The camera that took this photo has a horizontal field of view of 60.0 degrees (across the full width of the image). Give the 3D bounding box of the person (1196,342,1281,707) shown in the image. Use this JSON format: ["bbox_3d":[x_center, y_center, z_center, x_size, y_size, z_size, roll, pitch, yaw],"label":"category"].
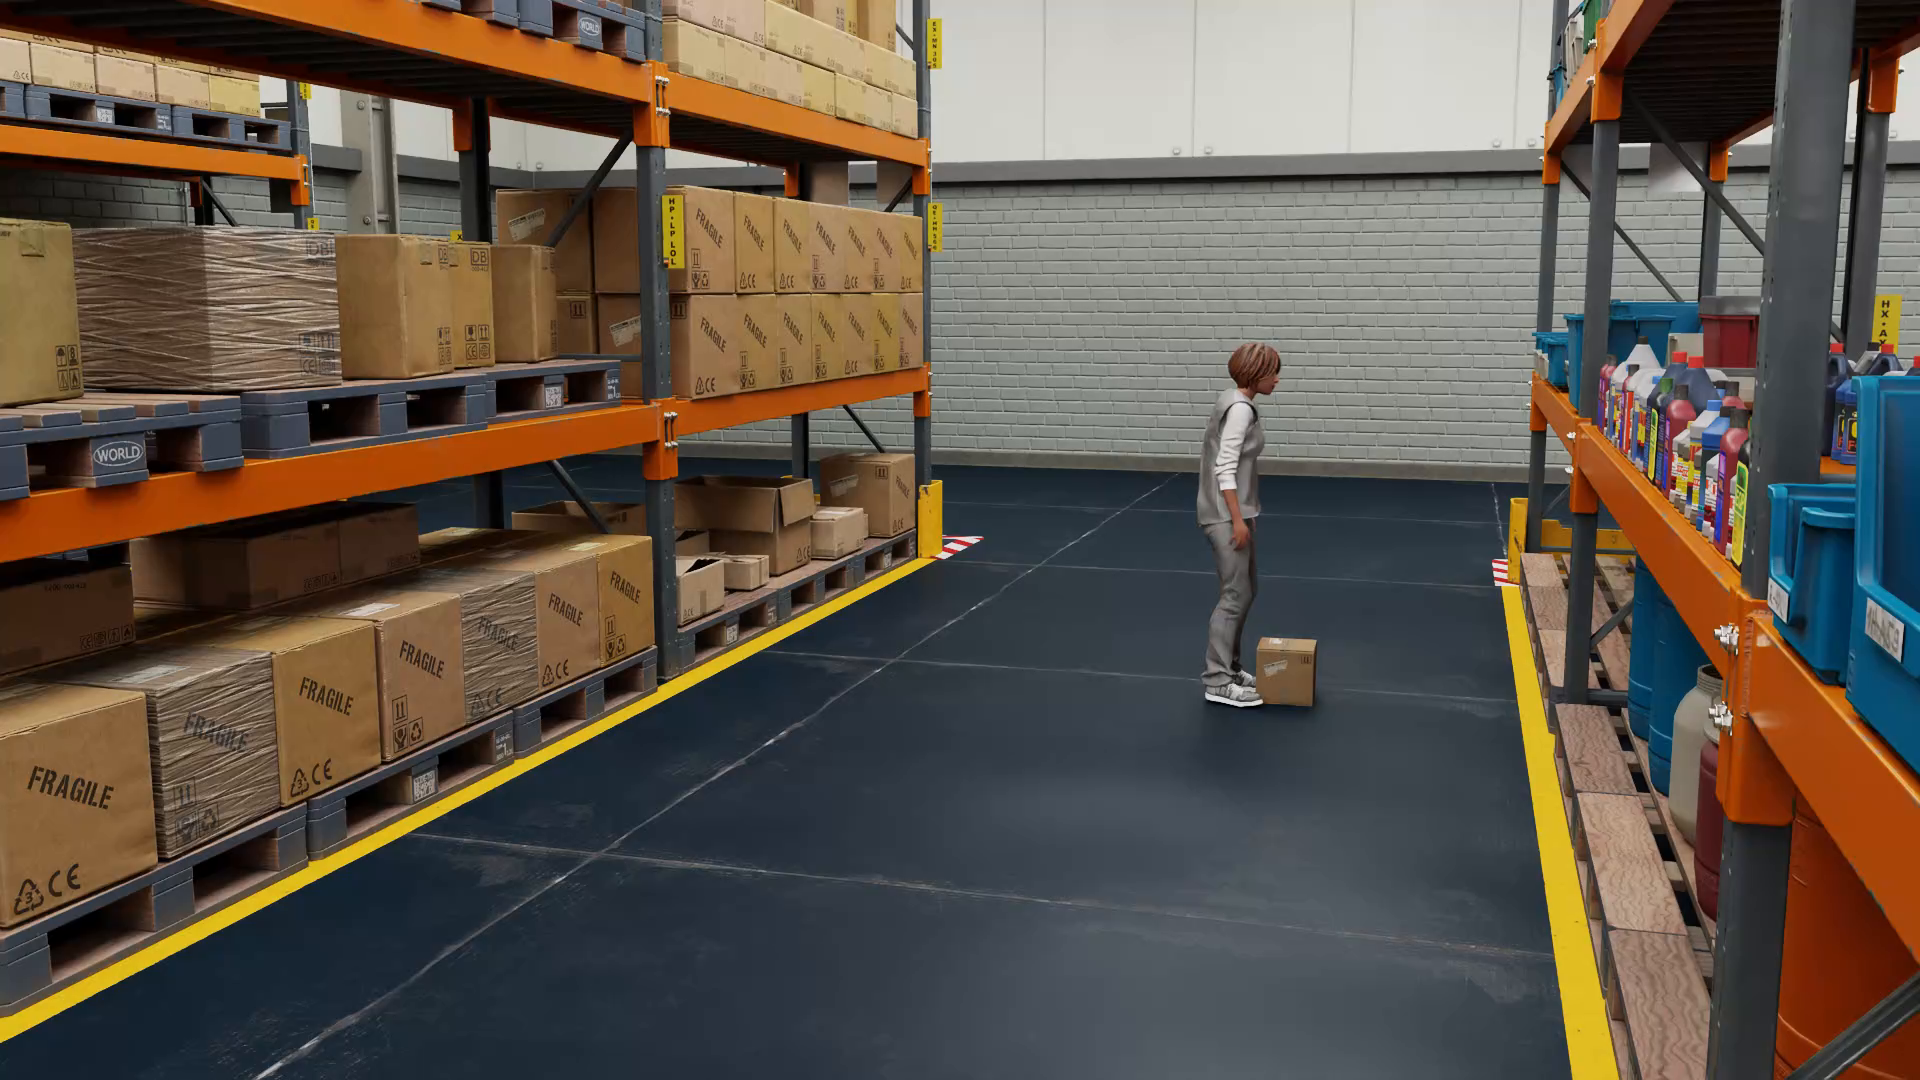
[{"bbox_3d":[1.234,-0.077,7.429,0.349,1.581,0.473,2,9,15],"label":"person"}]
